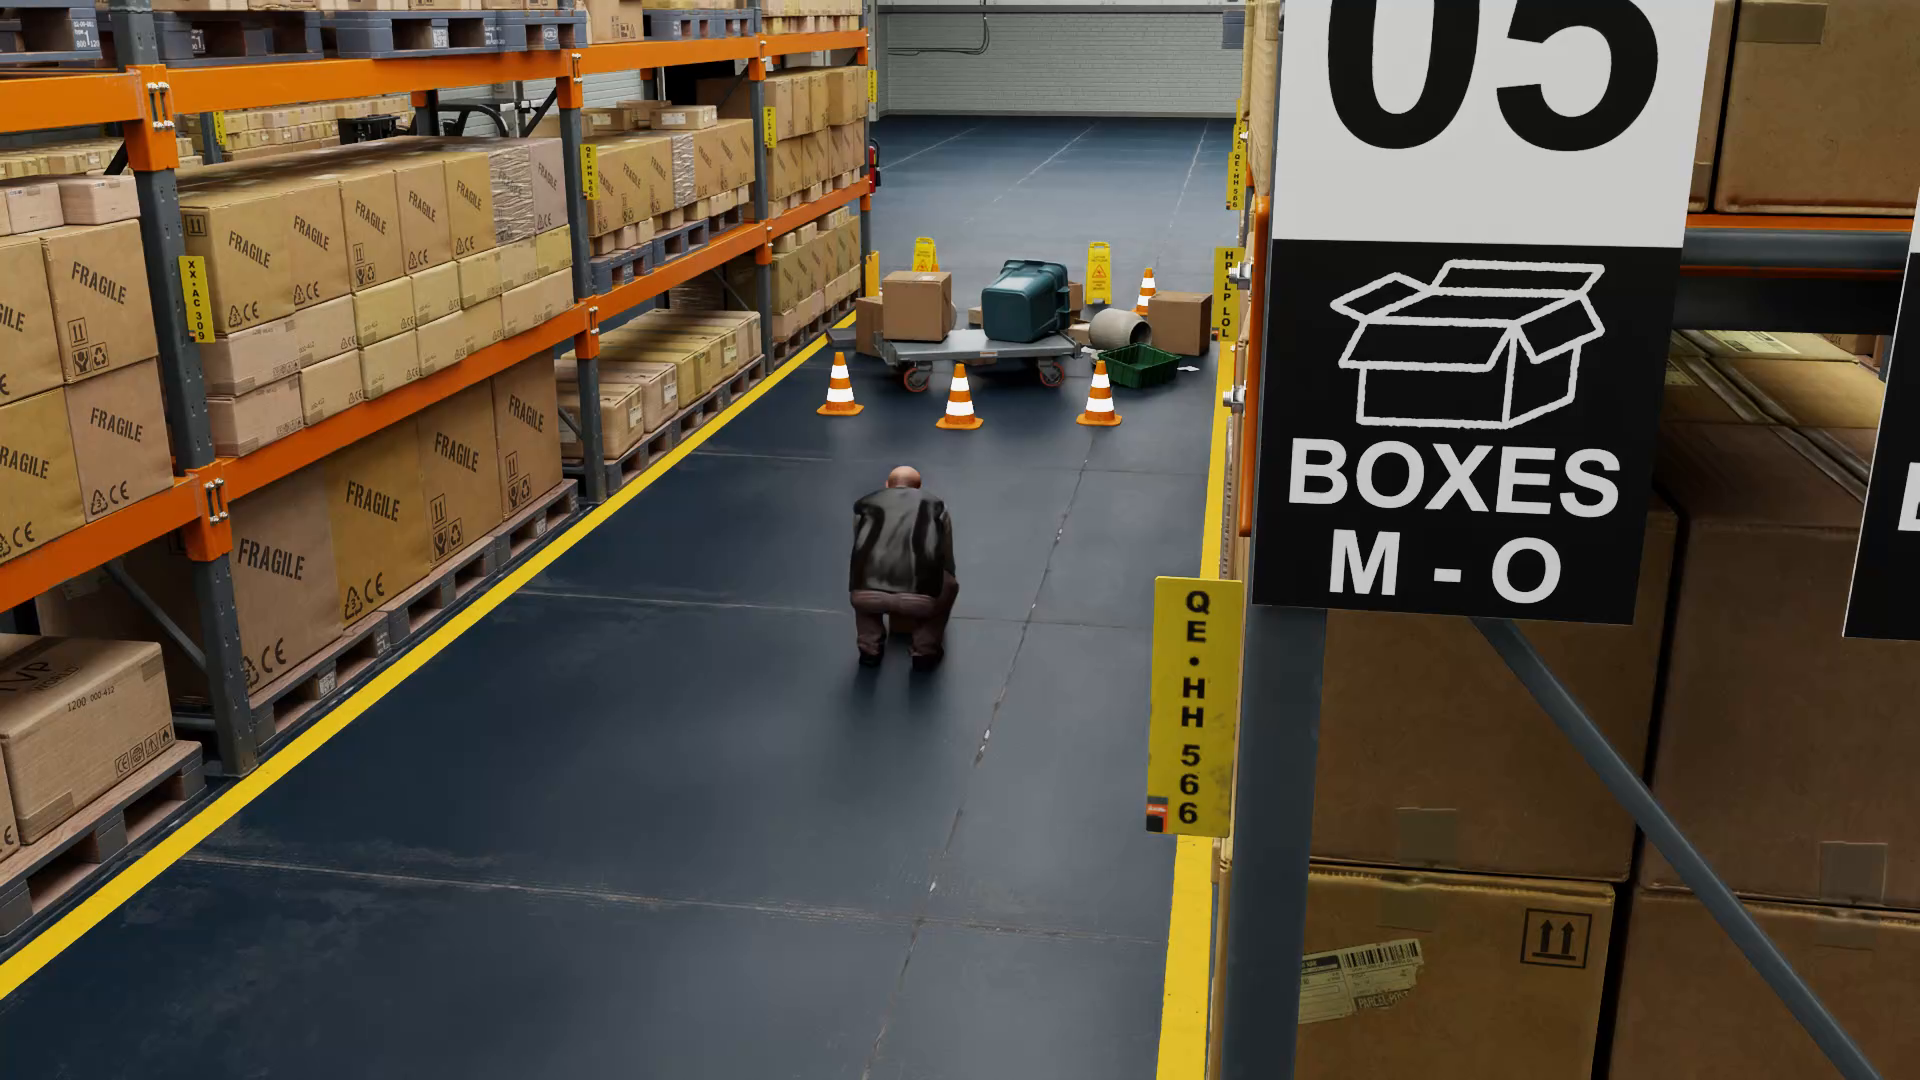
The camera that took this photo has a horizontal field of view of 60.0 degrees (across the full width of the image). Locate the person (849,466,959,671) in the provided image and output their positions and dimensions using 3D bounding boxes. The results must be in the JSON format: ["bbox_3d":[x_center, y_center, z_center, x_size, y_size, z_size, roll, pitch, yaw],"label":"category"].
[{"bbox_3d":[-0.282,0.141,8.112,0.530,0.840,0.875,3,18,9],"label":"person"}]
